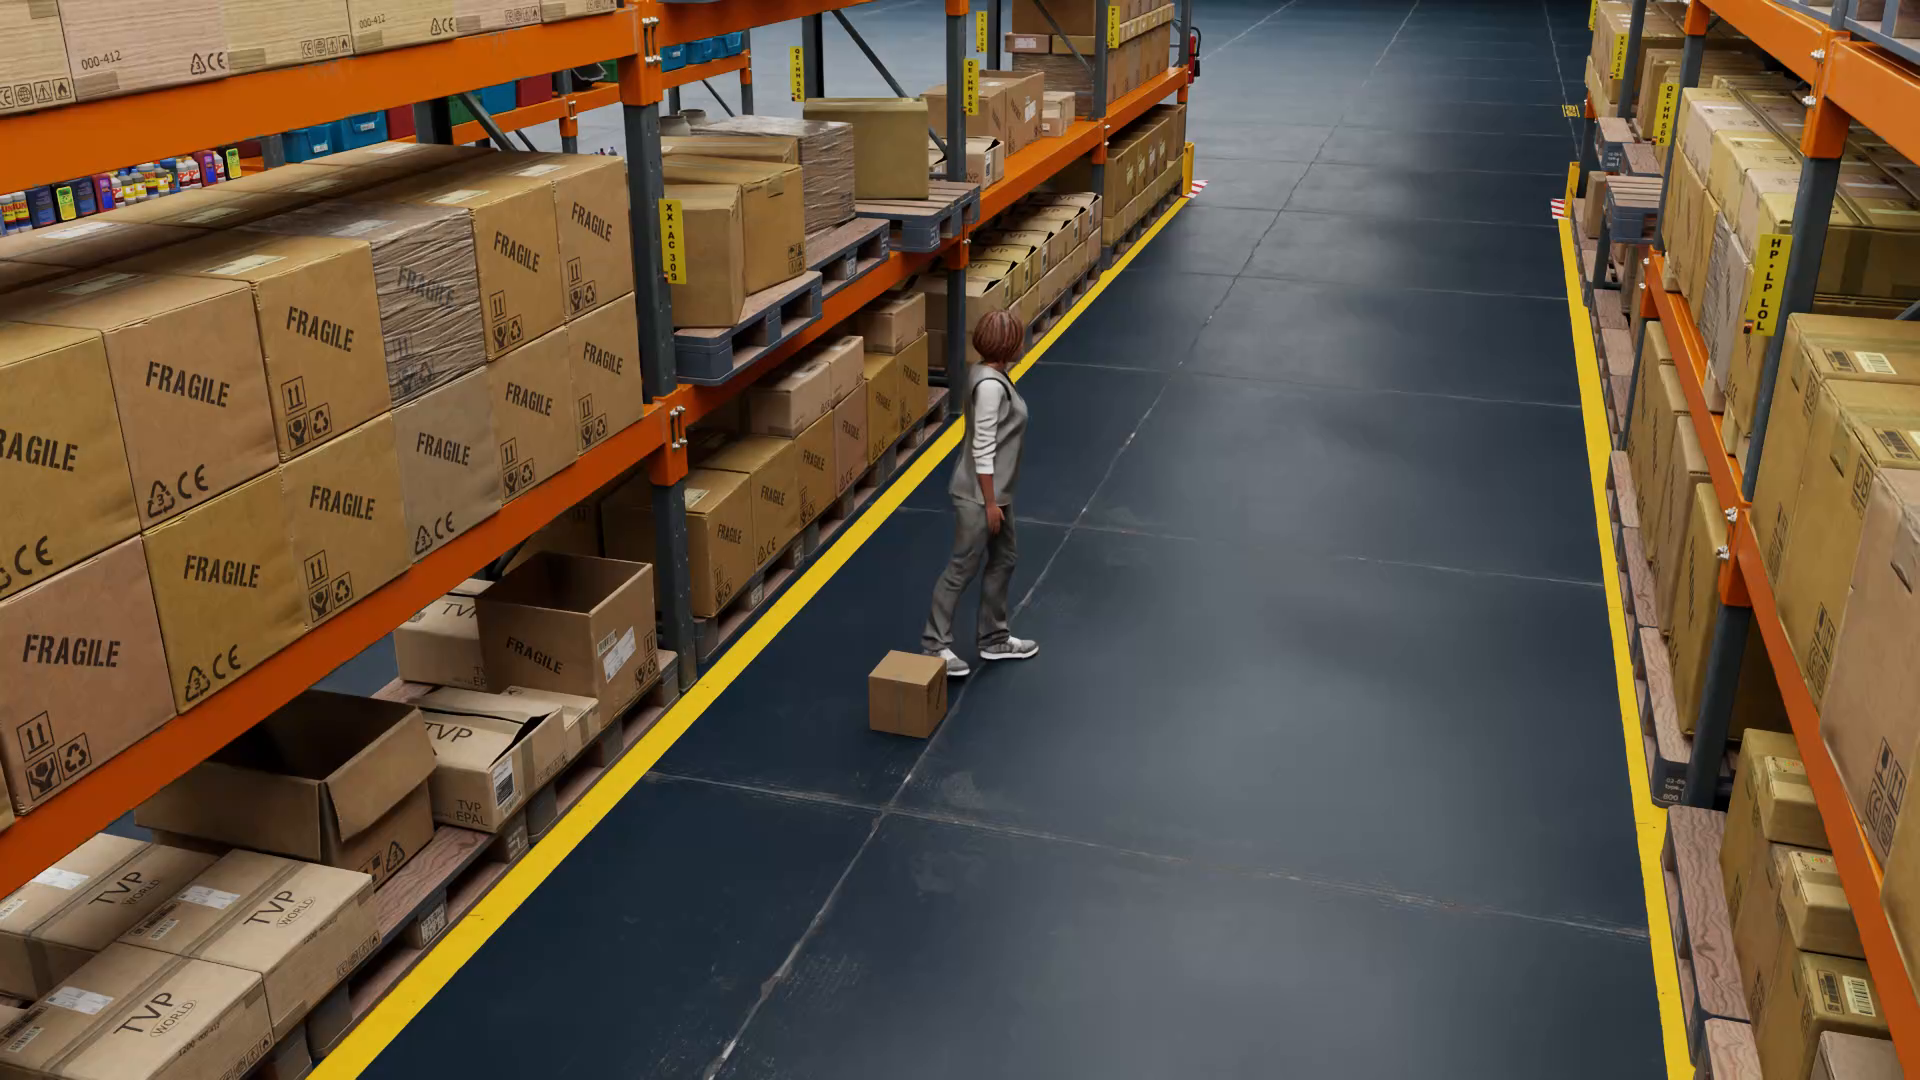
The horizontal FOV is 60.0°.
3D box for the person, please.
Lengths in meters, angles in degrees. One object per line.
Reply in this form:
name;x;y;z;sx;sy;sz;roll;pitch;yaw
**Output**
person;0.085;-0.193;7.078;0.514;1.594;0.445;2;22;4
